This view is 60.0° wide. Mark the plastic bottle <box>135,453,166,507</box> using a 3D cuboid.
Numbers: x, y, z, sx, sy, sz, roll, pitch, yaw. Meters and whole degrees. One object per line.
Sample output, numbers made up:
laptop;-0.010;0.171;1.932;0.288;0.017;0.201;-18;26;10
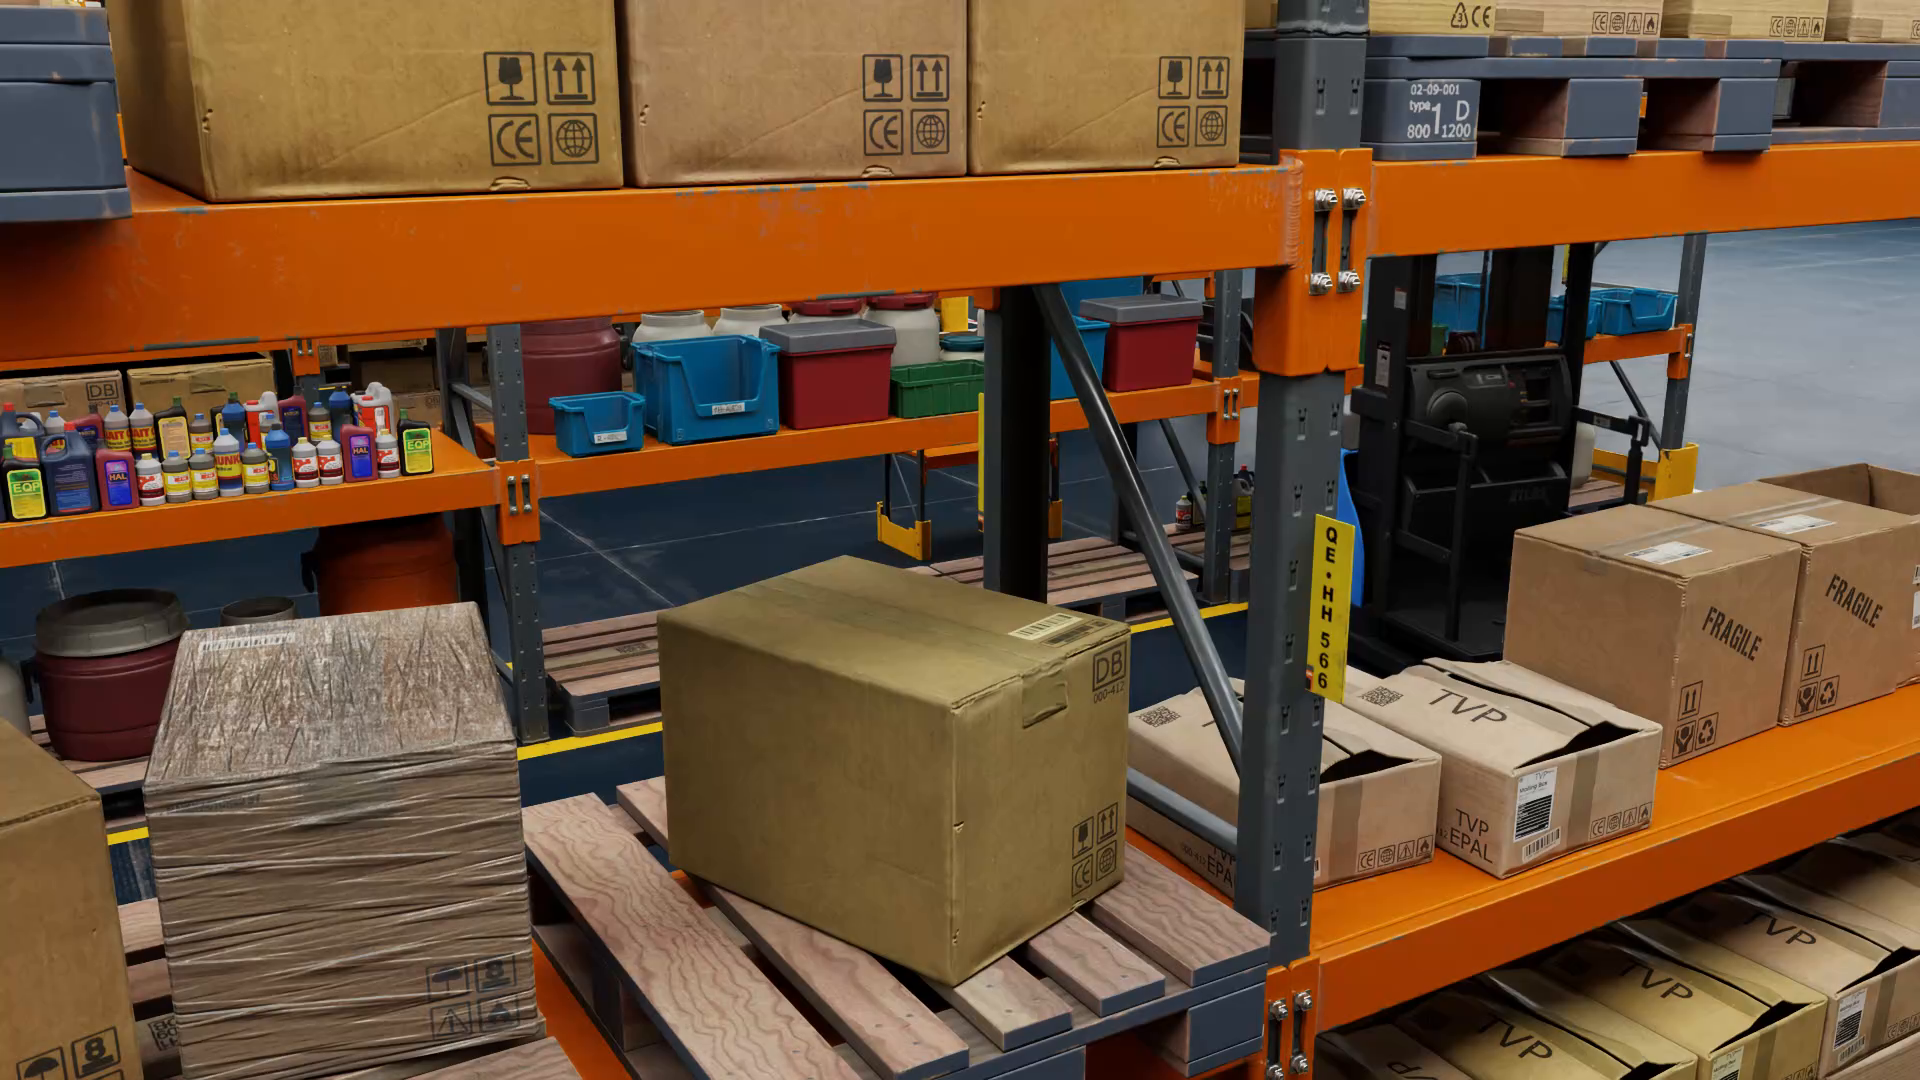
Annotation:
plastic bottle;-3.206;-0.241;6.579;0.097;0.201;0.097;0;16;0

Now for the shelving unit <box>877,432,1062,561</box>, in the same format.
shelving unit;0.065;-0.733;10.745;1.083;1.500;0.587;-9;18;-30

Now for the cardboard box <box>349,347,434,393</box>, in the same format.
cardboard box;-4.181;-1.245;12.221;0.500;0.250;0.500;-8;18;-27

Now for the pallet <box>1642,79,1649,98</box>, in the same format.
pallet;3.909;-3.003;10.857;1.213;0.211;1.003;-9;18;-30

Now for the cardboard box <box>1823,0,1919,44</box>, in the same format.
cardboard box;2.117;-1.362;4.154;0.500;0.250;0.500;-11;19;-34

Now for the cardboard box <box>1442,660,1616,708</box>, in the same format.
cardboard box;1.423;0.447;4.222;0.250;0.149;0.380;-8;17;-26

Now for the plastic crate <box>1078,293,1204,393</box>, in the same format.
plastic crate;0.983;-1.078;9.081;0.583;0.464;0.402;-9;18;-30

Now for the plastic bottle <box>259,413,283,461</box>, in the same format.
plastic bottle;-3.042;-0.458;7.355;0.097;0.201;0.097;0;16;0

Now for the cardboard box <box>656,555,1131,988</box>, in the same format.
cardboard box;-0.123;0.380;3.033;0.700;0.500;0.500;13;20;38

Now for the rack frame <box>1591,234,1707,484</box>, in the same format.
rack frame;4.669;-1.742;11.566;0.127;3.000;1.000;-9;18;-30

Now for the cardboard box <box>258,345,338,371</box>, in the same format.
cardboard box;-6.639;-2.120;16.306;0.750;0.750;1.050;-9;18;-30

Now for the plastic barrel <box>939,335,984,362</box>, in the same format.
plastic barrel;0.027;-0.971;9.072;0.301;0.262;0.301;0;16;0

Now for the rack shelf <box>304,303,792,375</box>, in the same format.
rack shelf;-3.025;-1.707;12.776;4.000;0.370;1.077;-9;18;-30

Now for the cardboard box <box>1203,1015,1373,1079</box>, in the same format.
cardboard box;0.681;1.239;4.211;0.500;0.311;0.500;-9;18;-28

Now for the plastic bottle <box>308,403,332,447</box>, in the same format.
plastic bottle;-2.923;-0.525;7.595;0.097;0.201;0.097;0;16;0

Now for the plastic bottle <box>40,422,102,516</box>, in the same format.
plastic bottle;-3.453;-0.280;6.442;0.185;0.351;0.144;-9;18;-30

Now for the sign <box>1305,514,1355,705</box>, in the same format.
sign;0.647;0.122;2.920;0.005;0.325;0.100;-9;18;-30

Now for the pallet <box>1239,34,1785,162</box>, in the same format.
pallet;0.895;-0.952;3.540;1.003;0.211;1.213;-8;18;-27

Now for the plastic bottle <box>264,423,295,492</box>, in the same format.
plastic bottle;-2.789;-0.342;6.811;0.097;0.271;0.097;0;16;0

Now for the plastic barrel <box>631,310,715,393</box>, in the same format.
plastic barrel;-1.417;-0.876;8.270;0.421;0.512;0.421;0;16;0

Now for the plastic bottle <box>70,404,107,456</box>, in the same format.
plastic bottle;-3.740;-0.438;7.132;0.133;0.283;0.061;-9;18;-30

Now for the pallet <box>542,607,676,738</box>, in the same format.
pallet;-1.505;0.614;8.328;1.213;0.211;1.003;-9;18;-30

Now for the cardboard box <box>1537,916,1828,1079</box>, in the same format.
cardboard box;1.844;1.218;4.283;0.500;0.311;0.500;-10;18;-31

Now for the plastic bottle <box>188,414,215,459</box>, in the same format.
plastic bottle;-3.350;-0.456;7.348;0.097;0.201;0.097;0;16;0

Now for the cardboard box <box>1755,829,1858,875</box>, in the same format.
cardboard box;2.431;0.953;5.230;0.500;0.311;0.500;-10;18;-32

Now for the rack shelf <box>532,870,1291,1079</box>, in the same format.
rack shelf;-1.355;1.141;2.614;4.000;0.370;1.077;-9;18;-30

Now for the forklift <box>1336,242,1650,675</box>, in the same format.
forklift;2.693;-0.704;7.991;1.130;2.935;3.031;-6;17;-20

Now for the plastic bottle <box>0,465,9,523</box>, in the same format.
plastic bottle;-3.726;-0.235;6.284;0.185;0.351;0.144;-9;18;-30

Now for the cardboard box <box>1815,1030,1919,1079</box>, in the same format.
cardboard box;2.272;1.419;4.607;0.500;0.250;0.500;-9;18;-29

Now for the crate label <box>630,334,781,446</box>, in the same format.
crate label;-1.198;-0.722;7.864;0.616;0.435;0.502;-9;18;-30

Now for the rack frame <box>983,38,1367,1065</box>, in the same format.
rack frame;0.359;0.517;3.509;0.127;3.000;1.000;-9;18;-30

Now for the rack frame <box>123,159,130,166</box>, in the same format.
rack frame;-9.843;-4.069;19.867;0.127;3.000;1.000;-9;18;-30

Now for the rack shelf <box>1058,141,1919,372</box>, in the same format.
rack shelf;2.074;-0.859;4.193;4.000;0.370;1.077;-9;18;-30

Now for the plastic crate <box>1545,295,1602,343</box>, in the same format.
plastic crate;3.834;-1.442;10.774;0.408;0.251;0.499;-9;18;-30

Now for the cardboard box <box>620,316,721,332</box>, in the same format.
cardboard box;-3.203;-2.744;18.299;0.875;0.875;0.875;-9;18;-29

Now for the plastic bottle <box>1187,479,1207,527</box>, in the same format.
plastic bottle;1.483;-0.233;10.401;0.133;0.283;0.061;-8;18;-27

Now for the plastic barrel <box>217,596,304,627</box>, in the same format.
plastic barrel;-3.037;0.537;7.268;0.421;0.512;0.421;0;16;0

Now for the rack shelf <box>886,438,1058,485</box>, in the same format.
rack shelf;0.073;-0.561;10.798;1.000;0.185;0.538;-9;18;-30

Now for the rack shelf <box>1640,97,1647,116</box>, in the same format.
rack shelf;2.955;-2.562;10.267;4.000;0.370;1.077;-9;18;-30

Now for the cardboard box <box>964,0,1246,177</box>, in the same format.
cardboard box;0.003;-0.907;2.846;0.500;0.500;0.910;-9;18;-30

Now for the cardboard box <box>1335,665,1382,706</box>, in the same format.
cardboard box;0.988;0.449;4.217;0.250;0.149;0.380;-9;18;-30

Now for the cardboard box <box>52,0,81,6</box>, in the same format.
cardboard box;-7.852;-4.607;14.628;0.258;0.266;0.396;-9;18;-30

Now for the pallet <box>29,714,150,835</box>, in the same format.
pallet;-3.888;1.001;6.949;1.213;0.211;1.003;-9;18;-30

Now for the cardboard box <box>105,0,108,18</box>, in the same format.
cardboard box;-5.225;-3.371;10.850;0.637;0.503;0.797;-8;18;-26

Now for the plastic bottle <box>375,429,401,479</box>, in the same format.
plastic bottle;-2.424;-0.367;7.031;0.097;0.201;0.097;0;16;0
